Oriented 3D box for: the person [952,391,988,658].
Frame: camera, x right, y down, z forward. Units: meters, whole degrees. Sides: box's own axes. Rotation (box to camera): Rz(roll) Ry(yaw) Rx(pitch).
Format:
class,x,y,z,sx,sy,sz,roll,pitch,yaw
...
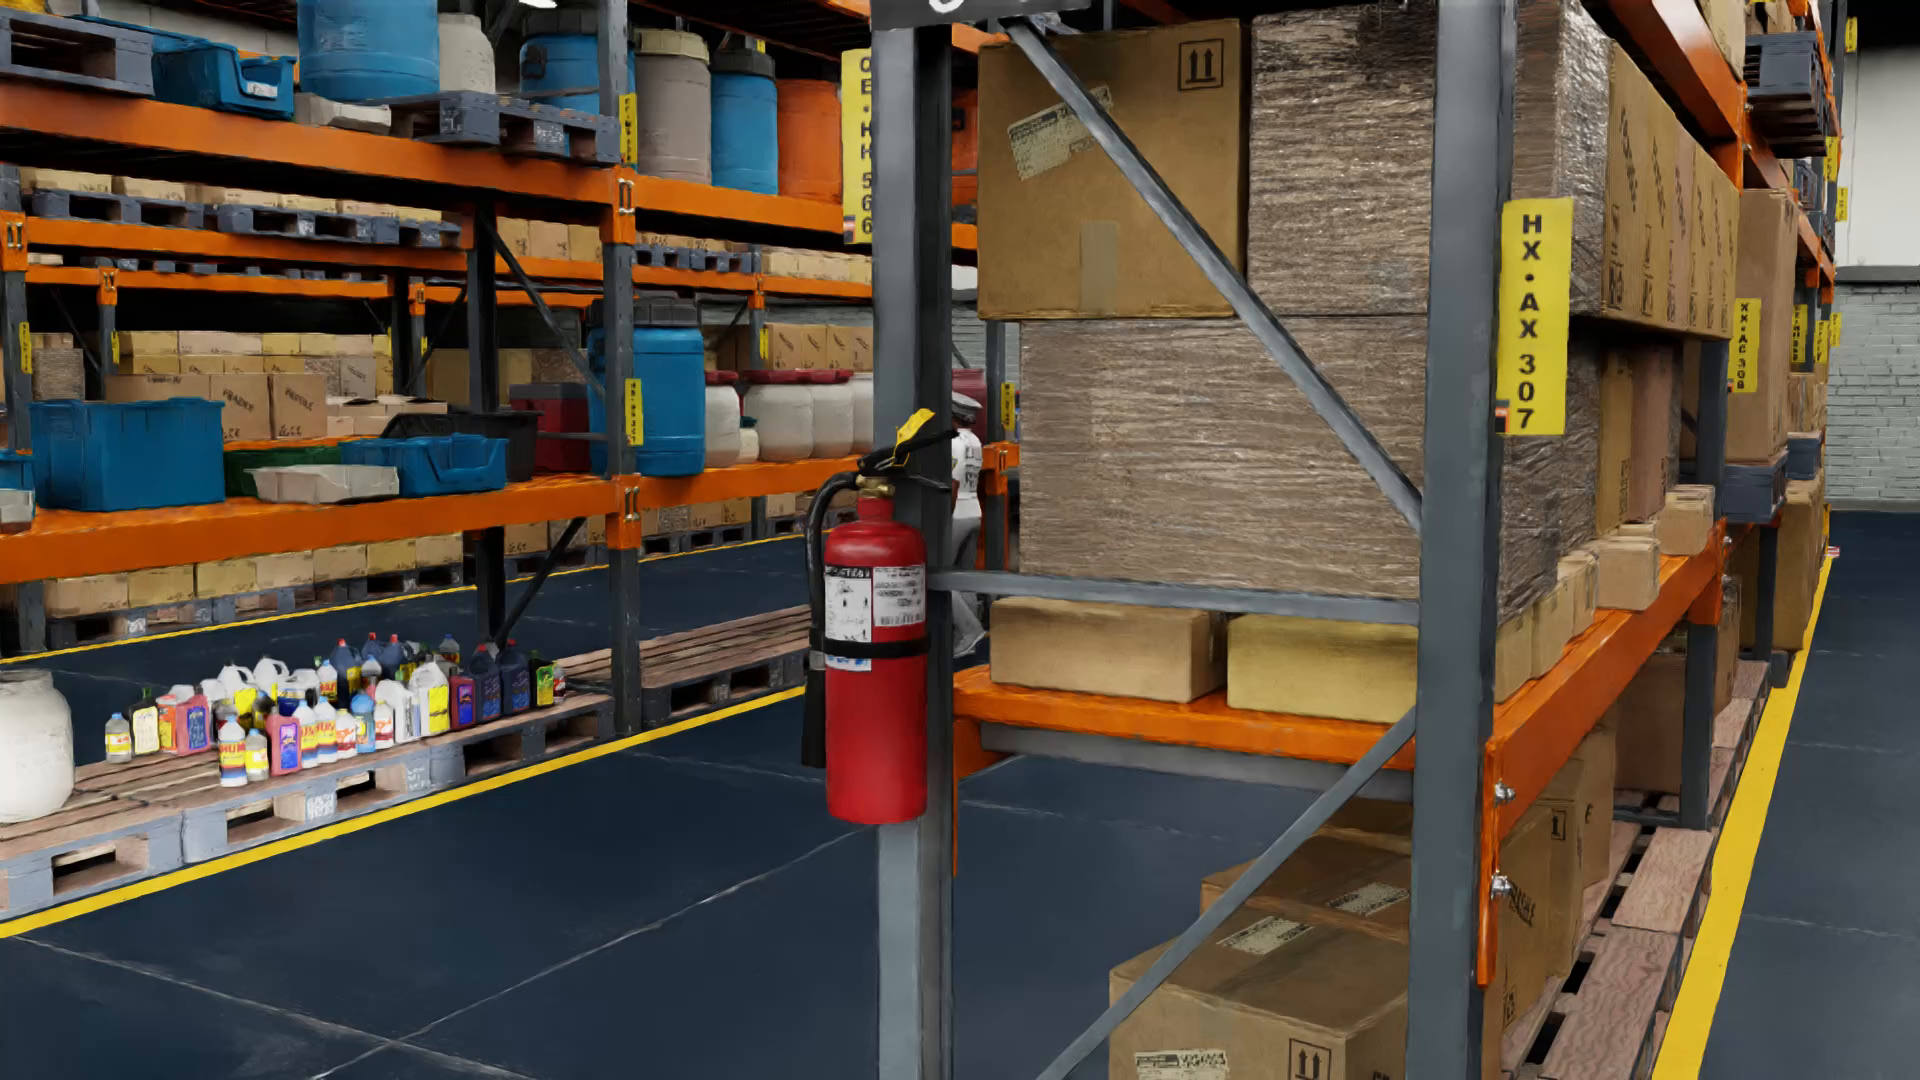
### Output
class,x,y,z,sx,sy,sz,roll,pitch,yaw
person,-0.003,-0.088,10.499,0.419,1.677,0.507,2,6,19
